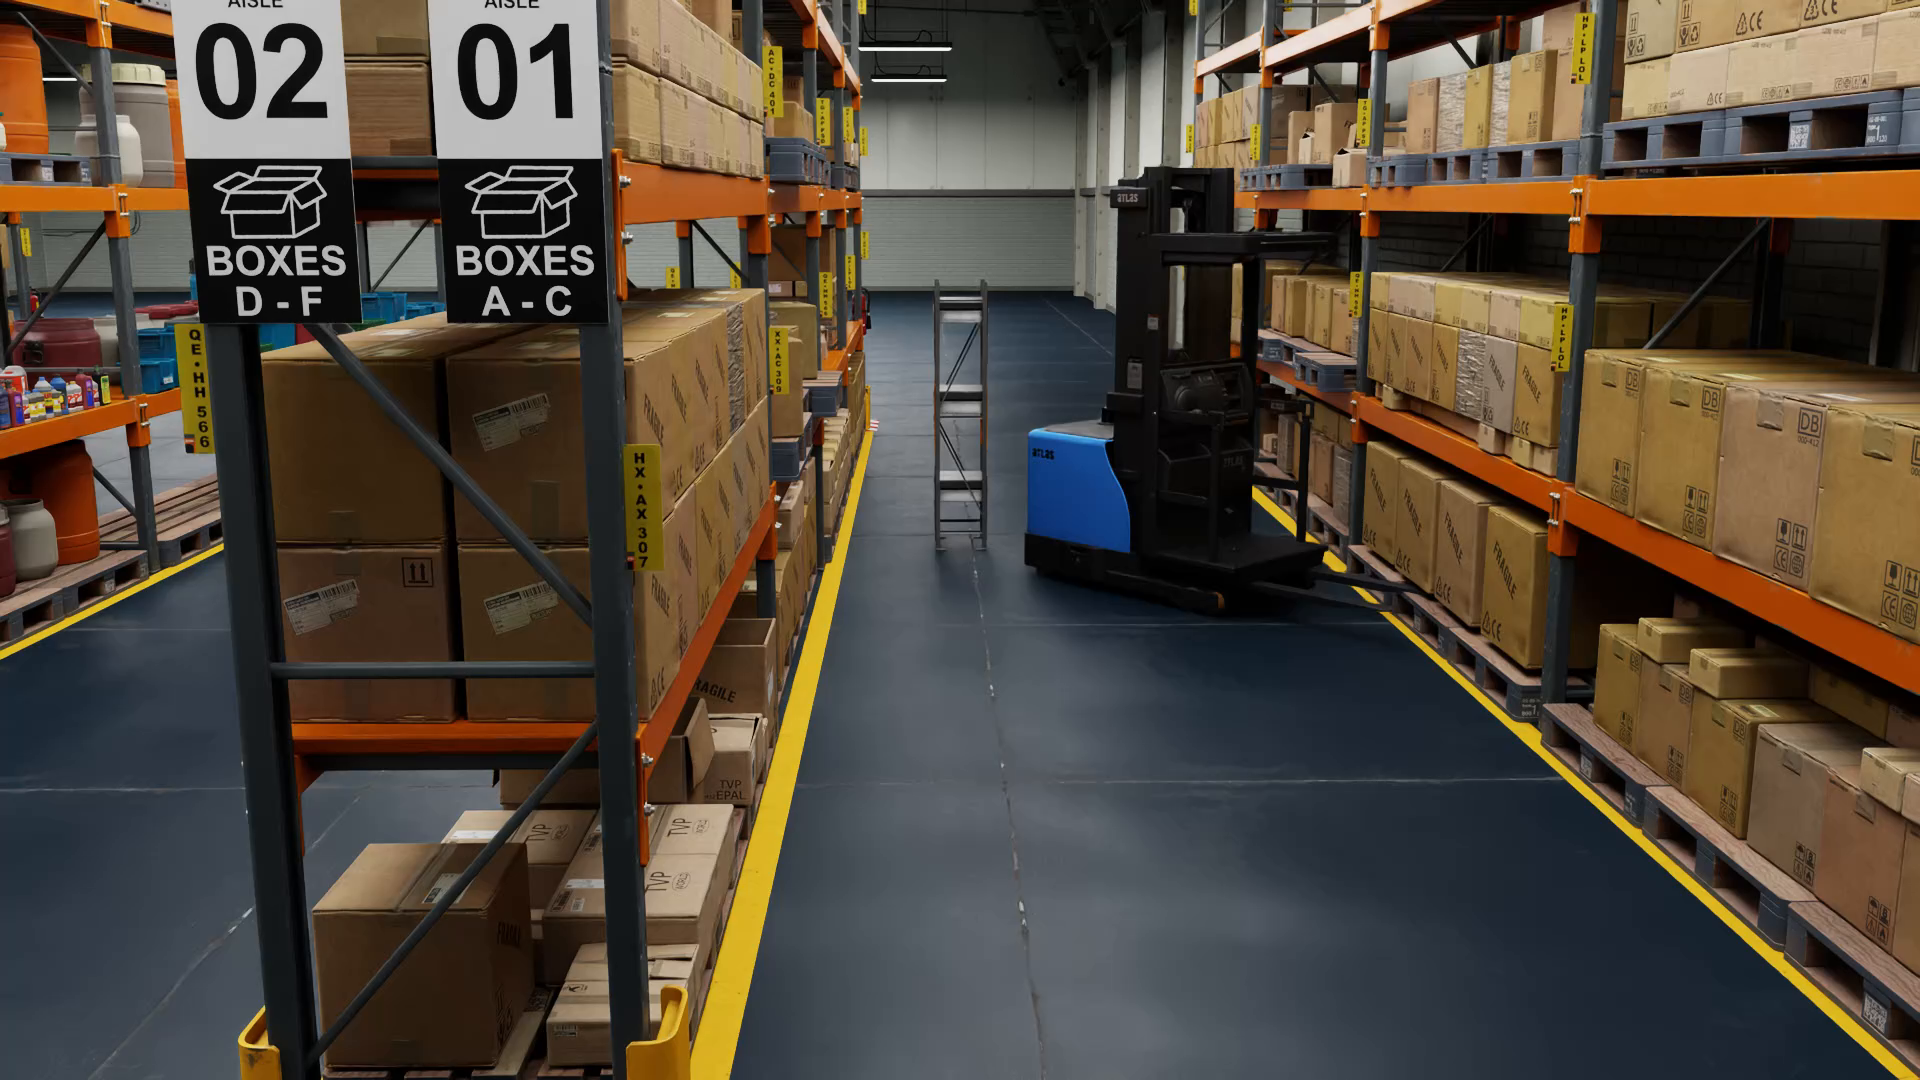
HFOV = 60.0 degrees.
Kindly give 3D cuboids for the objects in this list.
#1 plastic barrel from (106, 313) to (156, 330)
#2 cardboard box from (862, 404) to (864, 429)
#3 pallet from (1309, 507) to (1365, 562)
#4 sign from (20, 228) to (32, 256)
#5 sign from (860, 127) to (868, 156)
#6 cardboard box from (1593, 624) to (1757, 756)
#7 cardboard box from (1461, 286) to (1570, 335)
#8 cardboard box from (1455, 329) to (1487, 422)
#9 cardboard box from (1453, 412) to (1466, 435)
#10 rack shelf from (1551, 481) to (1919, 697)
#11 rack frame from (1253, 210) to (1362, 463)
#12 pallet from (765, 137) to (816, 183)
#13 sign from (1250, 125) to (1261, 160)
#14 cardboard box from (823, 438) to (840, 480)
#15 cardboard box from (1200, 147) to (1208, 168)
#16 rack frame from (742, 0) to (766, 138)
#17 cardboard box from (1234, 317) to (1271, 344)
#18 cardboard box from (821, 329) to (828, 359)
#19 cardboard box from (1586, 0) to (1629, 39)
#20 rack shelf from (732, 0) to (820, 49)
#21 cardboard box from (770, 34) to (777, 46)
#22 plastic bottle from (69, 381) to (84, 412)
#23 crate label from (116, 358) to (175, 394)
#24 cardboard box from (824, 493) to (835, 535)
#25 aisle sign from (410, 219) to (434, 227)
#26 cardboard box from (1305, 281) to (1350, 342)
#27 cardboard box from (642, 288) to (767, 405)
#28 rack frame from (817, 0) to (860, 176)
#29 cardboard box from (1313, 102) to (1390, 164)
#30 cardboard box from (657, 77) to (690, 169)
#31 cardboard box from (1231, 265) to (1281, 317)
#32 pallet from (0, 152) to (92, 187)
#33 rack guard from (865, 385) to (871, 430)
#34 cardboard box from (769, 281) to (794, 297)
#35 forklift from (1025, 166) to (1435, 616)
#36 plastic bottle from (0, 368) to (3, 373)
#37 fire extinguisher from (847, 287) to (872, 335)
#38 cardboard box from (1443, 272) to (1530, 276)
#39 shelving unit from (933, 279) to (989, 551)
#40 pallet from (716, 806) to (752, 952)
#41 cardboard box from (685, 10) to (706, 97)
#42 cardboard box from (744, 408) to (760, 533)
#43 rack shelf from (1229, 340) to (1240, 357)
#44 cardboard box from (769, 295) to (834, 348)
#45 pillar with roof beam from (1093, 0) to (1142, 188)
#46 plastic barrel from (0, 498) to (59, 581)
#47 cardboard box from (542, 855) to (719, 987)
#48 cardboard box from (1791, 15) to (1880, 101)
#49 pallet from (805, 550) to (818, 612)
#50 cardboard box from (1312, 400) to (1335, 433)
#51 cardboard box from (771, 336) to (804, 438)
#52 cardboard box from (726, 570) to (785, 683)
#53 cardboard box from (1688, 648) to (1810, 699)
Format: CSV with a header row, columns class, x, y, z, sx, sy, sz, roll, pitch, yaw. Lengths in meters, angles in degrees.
class,x,y,z,sx,sy,sz,roll,pitch,yaw
plastic barrel,-6.713,-1.568,13.461,0.421,0.512,0.421,0,11,0
cardboard box,-1.342,-1.390,18.723,0.500,0.250,0.500,0,11,-1
pallet,3.420,-0.055,13.299,1.003,0.211,1.213,0,11,-1
sign,-11.032,-3.516,19.639,0.100,0.325,0.005,0,11,-1
sign,-1.140,-4.700,19.610,0.100,0.325,0.005,0,11,-1
cardboard box,3.431,0.697,7.809,0.700,0.500,0.500,0,11,0
cardboard box,3.241,-1.338,9.674,0.500,0.250,0.500,0,11,0
cardboard box,3.234,-0.968,9.735,0.500,0.500,0.500,0,11,-1
cardboard box,3.251,-0.729,10.192,0.380,0.149,0.250,0,11,1
rack shelf,3.559,0.279,6.449,1.077,0.370,4.000,0,11,-1
rack frame,3.352,-2.061,16.176,1.000,3.000,0.127,0,11,-1
pallet,-1.378,-1.958,8.594,1.213,0.211,1.003,0,11,-1
sign,2.810,-3.781,15.807,0.100,0.325,0.005,0,11,-1
cardboard box,-1.262,-0.689,13.862,0.500,0.311,0.500,-1,11,-3
cardboard box,3.002,-4.211,18.925,0.500,0.500,0.500,1,11,3
rack frame,-1.435,-3.390,7.636,1.000,3.000,0.127,0,11,-1
cardboard box,3.040,-2.091,16.646,0.500,0.250,0.500,0,11,-1
cardboard box,-1.398,-1.800,15.227,0.396,0.266,0.258,-1,11,-3
cardboard box,3.631,-2.749,8.775,0.500,0.250,0.500,1,11,3
rack shelf,-1.476,-3.239,9.707,1.077,0.370,4.000,0,11,-1
cardboard box,-1.515,-3.167,11.317,0.500,0.500,0.500,0,11,-1
plastic bottle,-6.046,-0.981,11.348,0.097,0.201,0.097,0,11,0
crate label,-6.104,-1.229,12.493,0.303,0.233,0.416,0,11,-1
cardboard box,-1.235,-0.209,12.903,0.500,0.250,0.500,0,11,-1
aisle sign,-6.340,-4.105,19.712,0.394,0.787,0.004,0,11,-1
cardboard box,3.378,-1.983,14.430,0.700,0.500,0.500,1,12,7
cardboard box,-1.165,-0.890,7.633,0.500,0.500,0.500,0,11,-1
rack frame,-1.683,-5.776,19.394,1.000,3.000,0.127,0,11,-1
cardboard box,3.309,-3.432,14.080,0.500,0.500,0.500,-1,11,-3
cardboard box,-1.106,-1.254,5.029,0.500,0.250,0.500,0,11,-1
cardboard box,3.018,-2.557,17.060,0.500,0.500,0.500,0,11,-1
pallet,-6.552,-2.451,11.025,1.003,0.211,1.213,0,11,-1
rack guard,-1.683,-1.615,20.263,1.175,0.500,0.348,0,11,-1
cardboard box,-1.820,-2.460,16.259,0.380,0.149,0.250,0,11,-1
forklift,1.854,-1.043,11.330,1.130,2.935,3.031,-11,16,-42
plastic bottle,-6.784,-1.077,11.637,0.152,0.276,0.135,0,11,-1
fire extinguisher,-1.221,-2.823,20.124,0.296,0.674,0.183,0,11,-1
cardboard box,3.704,-1.749,11.701,0.500,0.250,0.500,0,11,0
shelving unit,0.003,-0.996,13.188,0.431,2.100,0.503,0,11,-1
pallet,-1.393,1.296,6.639,1.003,0.211,1.213,0,11,-1
cardboard box,-1.122,-1.598,5.469,0.500,0.250,0.500,0,11,-1
cardboard box,-1.156,-0.298,7.233,0.500,0.500,0.500,0,11,0
rack shelf,3.311,-2.106,18.207,1.077,0.370,4.000,0,11,-1
cardboard box,-1.616,-2.177,16.496,0.700,0.500,0.500,-1,11,-3
pillar with roof beam,-0.527,-9.221,36.380,9.100,9.000,0.548,0,11,-1
plastic barrel,-6.342,-0.003,11.231,0.421,0.512,0.421,0,11,0
cardboard box,-1.090,1.268,5.572,0.500,0.250,0.500,0,11,-1
cardboard box,3.292,-1.679,5.815,0.500,0.250,0.500,-1,11,-3
pallet,-1.540,0.270,11.697,1.003,0.211,1.213,0,11,-1
cardboard box,3.411,-1.082,14.644,0.500,0.250,0.500,-1,11,-3
cardboard box,-1.221,-0.800,8.650,0.700,0.500,0.500,-4,12,-20
cardboard box,-1.201,0.462,8.917,0.500,0.500,0.500,-1,11,-4
cardboard box,3.266,0.552,6.894,0.380,0.149,0.250,-1,11,-3
